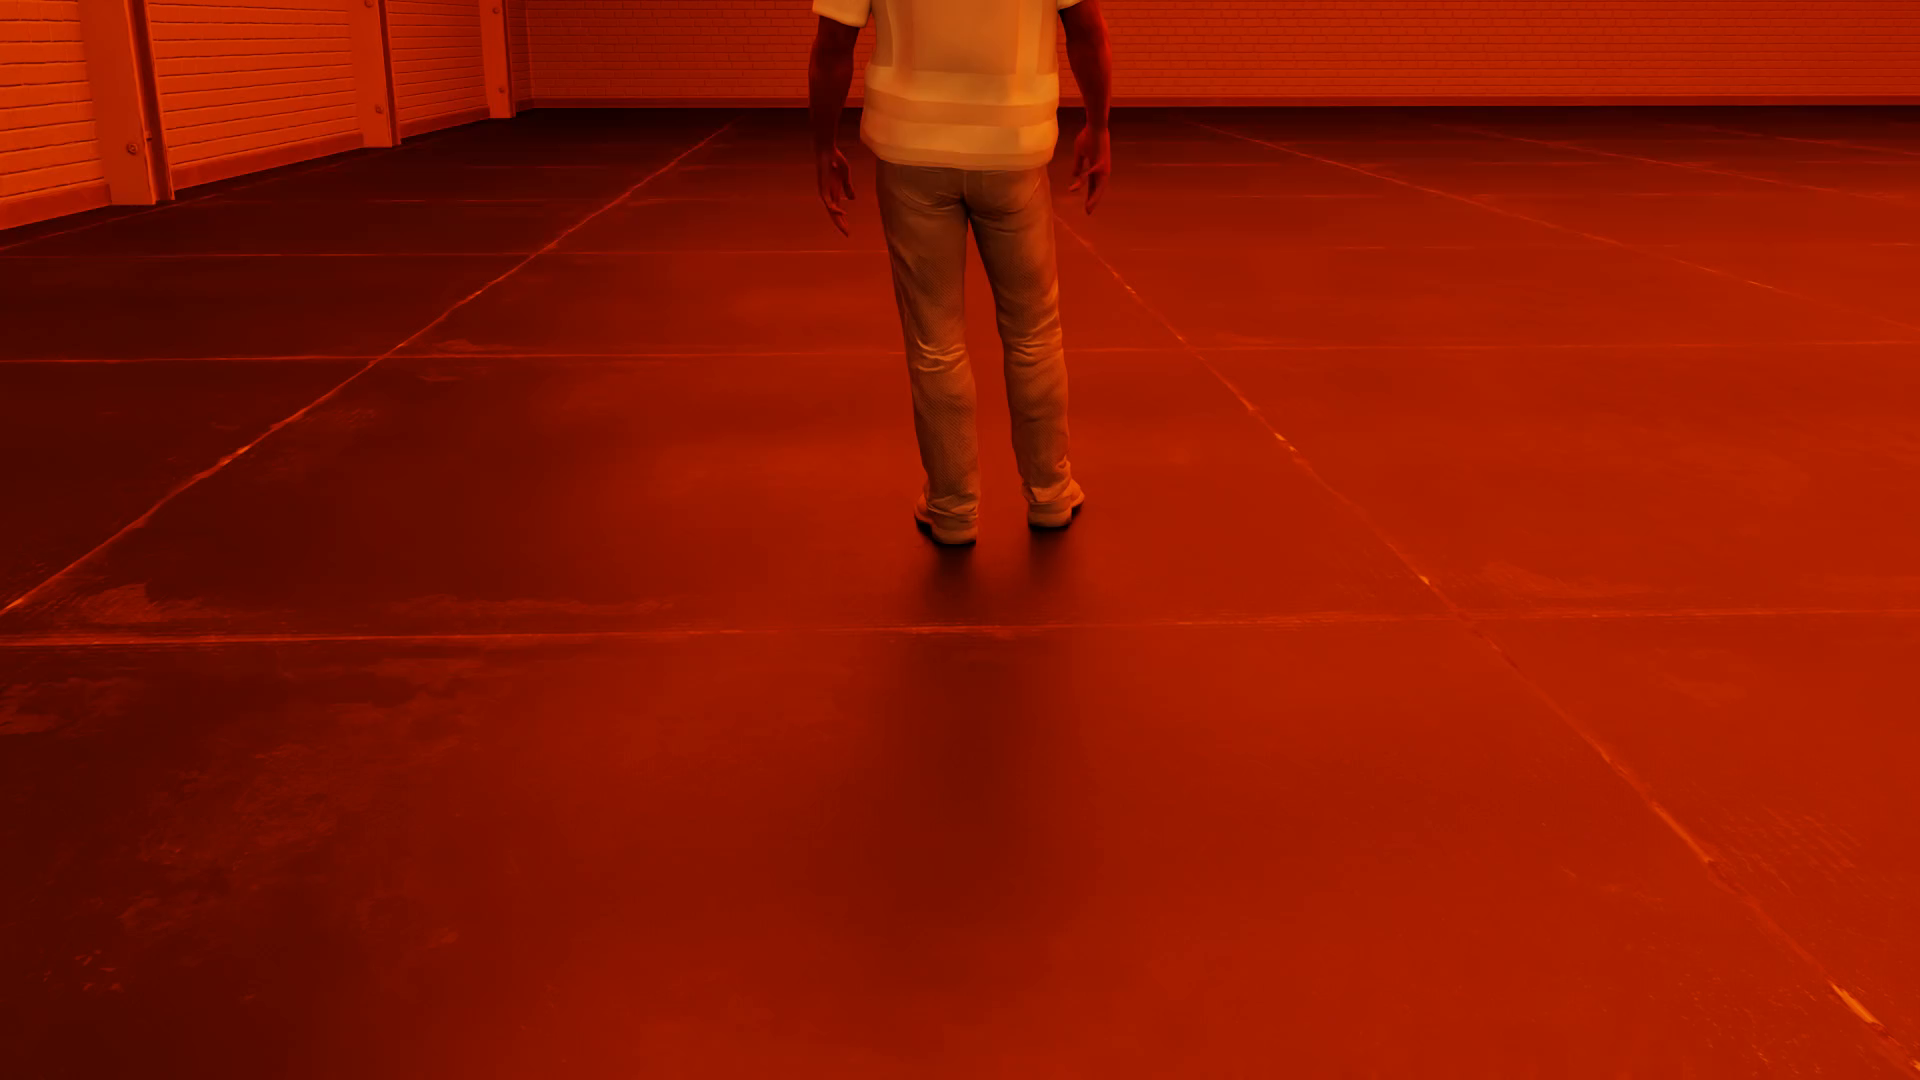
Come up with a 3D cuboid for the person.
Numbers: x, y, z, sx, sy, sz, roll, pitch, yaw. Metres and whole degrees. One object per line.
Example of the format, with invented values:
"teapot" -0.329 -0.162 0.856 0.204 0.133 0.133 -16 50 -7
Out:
"person" 0.002 -0.872 3.725 0.665 1.768 0.575 -1 17 -3
